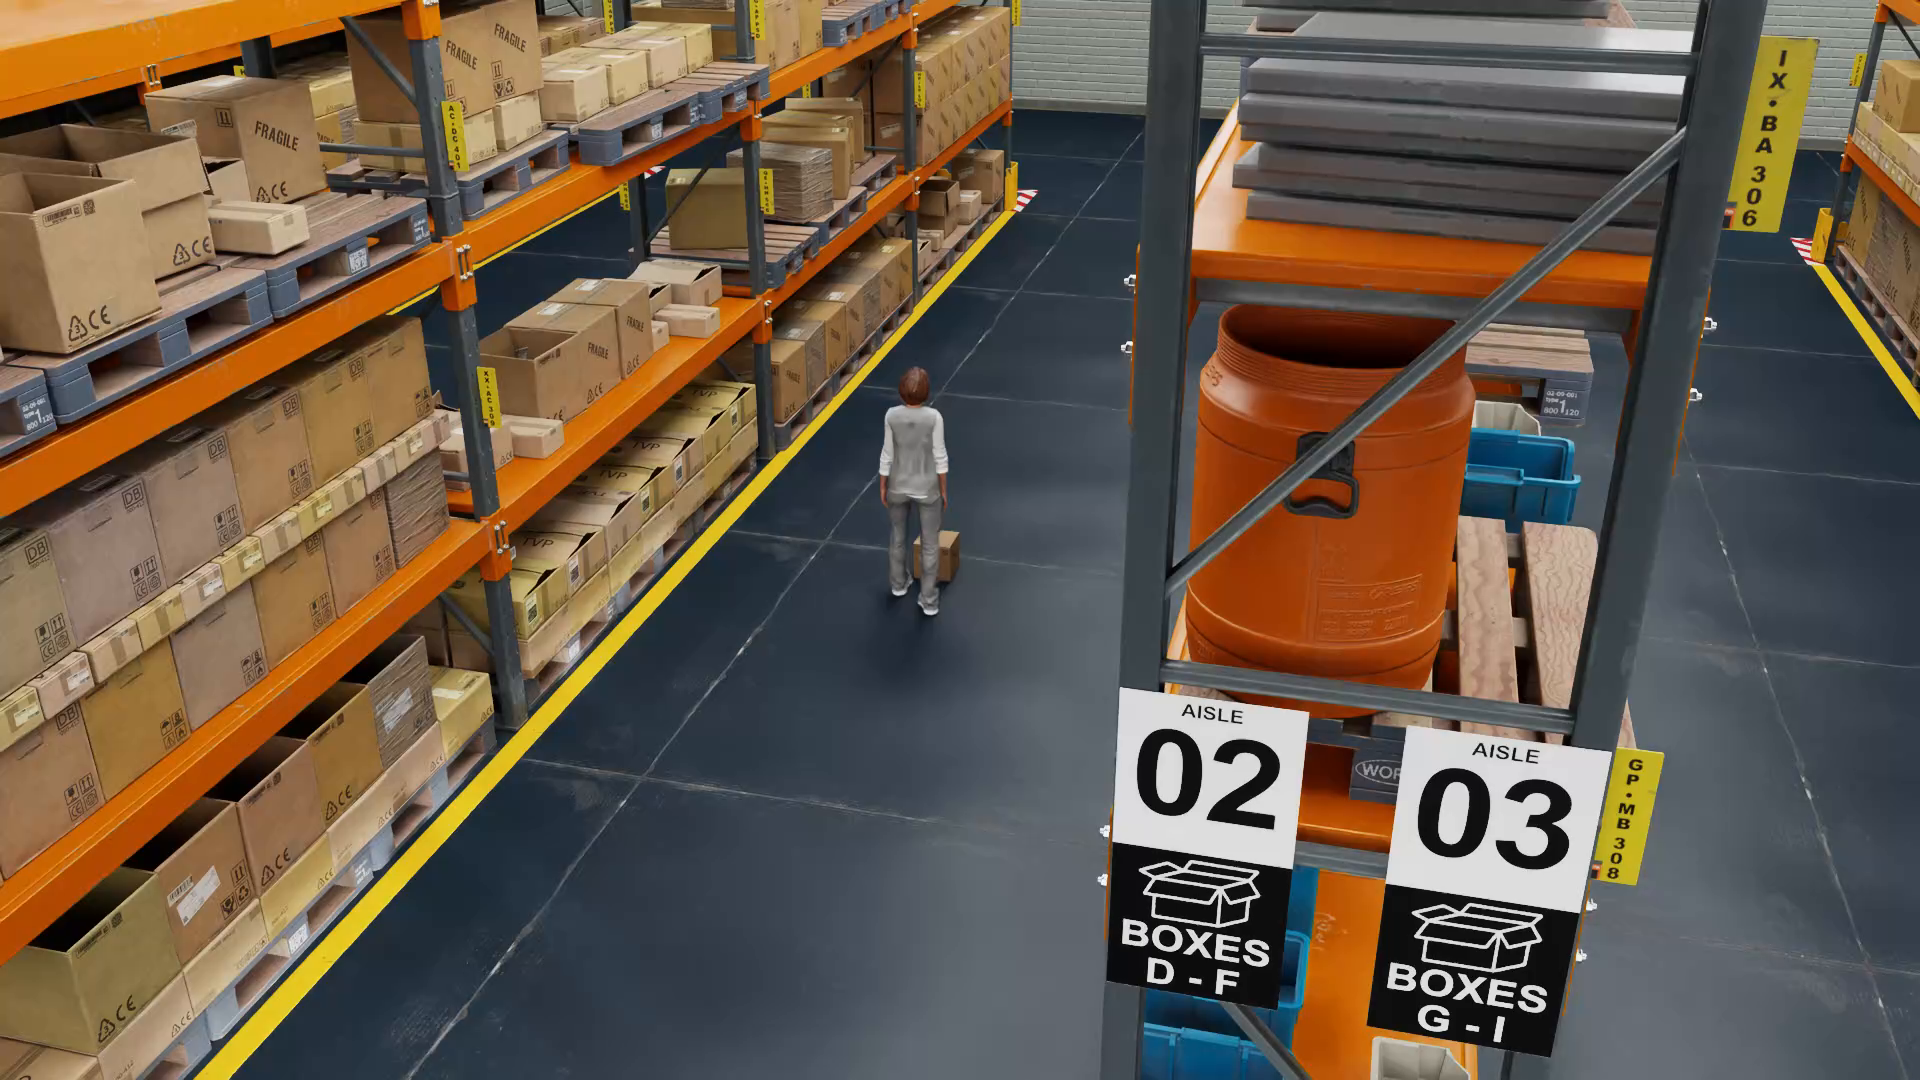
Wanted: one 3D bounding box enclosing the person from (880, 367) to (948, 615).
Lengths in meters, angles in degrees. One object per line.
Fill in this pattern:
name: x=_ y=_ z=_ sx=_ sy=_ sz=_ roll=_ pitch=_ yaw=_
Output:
person: x=-0.273 y=-0.336 z=10.385 sx=0.431 sy=1.597 sz=0.538 roll=3 pitch=26 yaw=7
